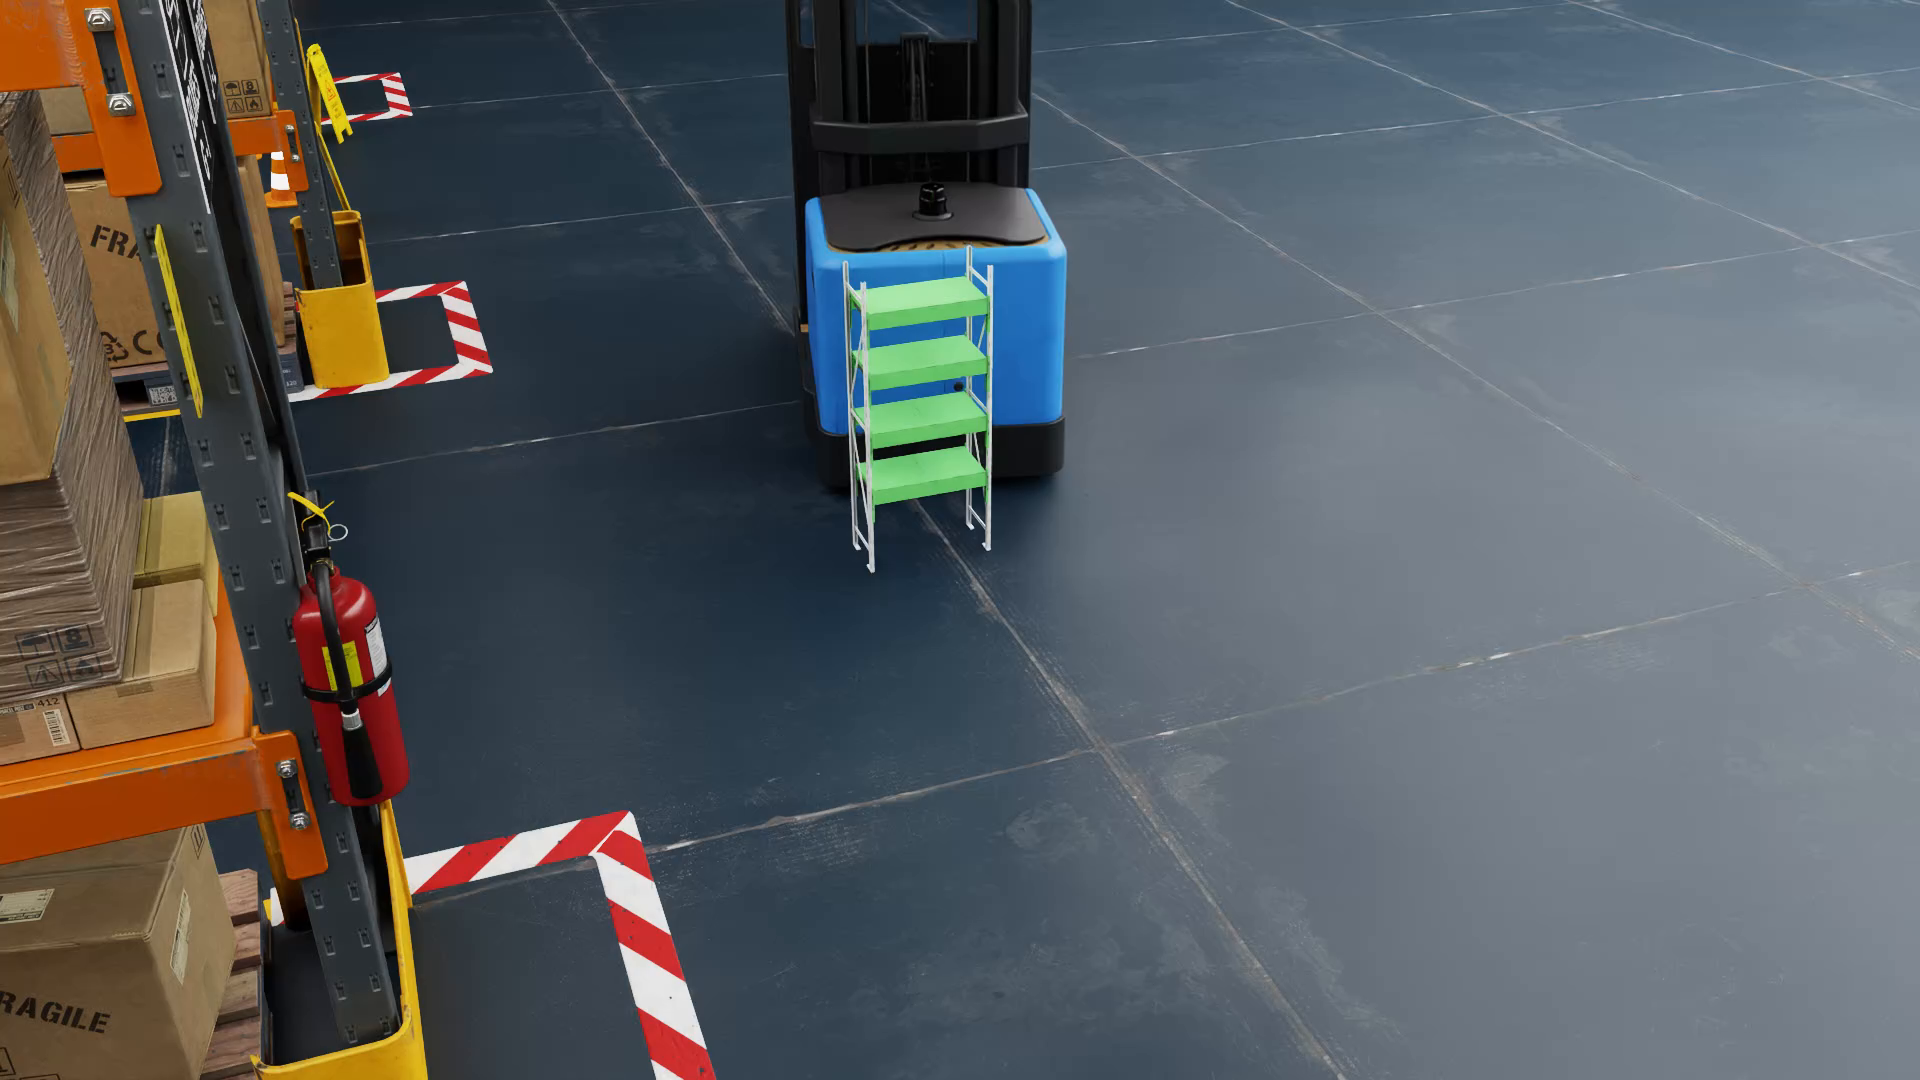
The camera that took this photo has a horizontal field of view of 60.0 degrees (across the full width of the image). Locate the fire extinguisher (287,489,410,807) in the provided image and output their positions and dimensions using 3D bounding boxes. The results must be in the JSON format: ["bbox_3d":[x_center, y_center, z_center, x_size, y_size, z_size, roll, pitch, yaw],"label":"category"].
[{"bbox_3d":[-1.265,0.229,3.395,0.183,0.674,0.296,-10,31,-18],"label":"fire extinguisher"}]

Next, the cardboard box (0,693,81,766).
[{"bbox_3d":[-1.962,0.299,3.449,0.250,0.149,0.380,-10,31,-18],"label":"cardboard box"}]

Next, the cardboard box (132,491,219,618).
[{"bbox_3d":[-1.883,0.049,3.887,0.250,0.149,0.380,-10,31,-18],"label":"cardboard box"}]

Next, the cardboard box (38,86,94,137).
[{"bbox_3d":[-4.007,-2.192,7.416,0.550,0.550,0.875,-10,31,-18],"label":"cardboard box"}]

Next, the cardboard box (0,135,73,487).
[{"bbox_3d":[-1.962,-0.396,3.003,0.500,0.500,0.500,-10,31,-18],"label":"cardboard box"}]

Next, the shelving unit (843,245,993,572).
[{"bbox_3d":[-0.155,-0.493,6.403,0.503,1.200,0.258,-10,31,-18],"label":"shelving unit"}]

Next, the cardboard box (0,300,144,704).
[{"bbox_3d":[-2.058,-0.089,3.474,0.500,0.500,0.875,-10,31,-18],"label":"cardboard box"}]

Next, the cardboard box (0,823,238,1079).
[{"bbox_3d":[-2.124,1.005,4.056,0.500,0.500,0.500,-5,30,-8],"label":"cardboard box"}]

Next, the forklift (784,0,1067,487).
[{"bbox_3d":[-0.258,-2.204,7.658,1.130,2.935,3.031,-4,30,-7],"label":"forklift"}]

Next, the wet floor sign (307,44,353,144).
[{"bbox_3d":[-4.437,-3.109,11.556,0.232,0.644,0.267,0,30,0],"label":"wet floor sign"}]

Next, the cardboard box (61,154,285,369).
[{"bbox_3d":[-3.780,-1.428,7.949,0.875,0.875,0.875,-10,31,-17],"label":"cardboard box"}]

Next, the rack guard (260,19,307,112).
[{"bbox_3d":[-5.059,-3.497,12.383,0.348,0.500,1.175,-10,31,-18],"label":"rack guard"}]

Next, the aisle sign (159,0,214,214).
[{"bbox_3d":[-1.370,-0.999,2.848,0.004,0.787,0.394,-10,31,-18],"label":"aisle sign"}]

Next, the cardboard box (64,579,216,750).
[{"bbox_3d":[-1.728,0.256,3.525,0.250,0.149,0.380,-10,31,-18],"label":"cardboard box"}]

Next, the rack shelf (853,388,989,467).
[{"bbox_3d":[-0.155,-0.437,6.434,0.480,0.148,0.258,-10,31,-18],"label":"rack shelf"}]

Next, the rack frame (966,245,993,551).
[{"bbox_3d":[0.074,-0.535,6.477,0.015,1.200,0.240,-10,31,-18],"label":"rack frame"}]

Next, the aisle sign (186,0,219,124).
[{"bbox_3d":[-1.579,-1.278,3.336,0.004,0.787,0.394,-10,31,-18],"label":"aisle sign"}]

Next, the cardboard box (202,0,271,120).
[{"bbox_3d":[-3.499,-2.297,7.600,0.550,0.550,0.875,-10,31,-18],"label":"cardboard box"}]

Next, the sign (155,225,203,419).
[{"bbox_3d":[-1.358,-0.378,2.894,0.005,0.325,0.100,-10,31,-18],"label":"sign"}]

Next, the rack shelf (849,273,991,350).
[{"bbox_3d":[-0.155,-0.854,6.197,0.480,0.148,0.258,-10,31,-18],"label":"rack shelf"}]

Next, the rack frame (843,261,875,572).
[{"bbox_3d":[-0.384,-0.451,6.329,0.015,1.200,0.240,-10,31,-18],"label":"rack frame"}]

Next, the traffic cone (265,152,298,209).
[{"bbox_3d":[-4.236,-2.365,10.433,0.334,0.463,0.336,-10,31,-18],"label":"traffic cone"}]

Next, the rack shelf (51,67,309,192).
[{"bbox_3d":[-5.042,-1.659,7.359,4.000,0.370,1.077,-10,31,-18],"label":"rack shelf"}]

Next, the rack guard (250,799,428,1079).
[{"bbox_3d":[-1.604,1.101,4.313,0.348,0.500,1.175,-10,31,-18],"label":"rack guard"}]

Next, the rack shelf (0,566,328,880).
[{"bbox_3d":[-3.407,0.660,3.289,4.000,0.370,1.077,-10,31,-18],"label":"rack shelf"}]

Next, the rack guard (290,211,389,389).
[{"bbox_3d":[-3.145,-1.235,8.413,0.348,0.500,1.175,-10,31,-18],"label":"rack guard"}]

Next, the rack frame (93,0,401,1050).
[{"bbox_3d":[-1.533,0.002,3.717,0.127,3.000,1.000,-10,31,-18],"label":"rack frame"}]

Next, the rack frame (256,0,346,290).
[{"bbox_3d":[-3.167,-2.317,7.787,0.127,3.000,1.000,-10,31,-18],"label":"rack frame"}]

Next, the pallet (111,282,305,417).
[{"bbox_3d":[-3.890,-0.931,8.171,1.213,0.211,1.003,-10,31,-18],"label":"pallet"}]

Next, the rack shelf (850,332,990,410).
[{"bbox_3d":[-0.155,-0.646,6.316,0.480,0.148,0.258,-10,31,-18],"label":"rack shelf"}]

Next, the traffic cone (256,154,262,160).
[{"bbox_3d":[-4.941,-2.821,11.234,0.334,0.463,0.336,-10,31,-18],"label":"traffic cone"}]

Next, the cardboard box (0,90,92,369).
[{"bbox_3d":[-2.143,-0.637,3.426,0.500,0.500,0.500,-10,31,-18],"label":"cardboard box"}]

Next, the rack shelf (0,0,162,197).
[{"bbox_3d":[-3.407,-0.644,2.546,4.000,0.370,1.077,-10,31,-18],"label":"rack shelf"}]

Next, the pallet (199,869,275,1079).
[{"bbox_3d":[-2.378,1.350,4.167,1.213,0.211,1.003,-10,31,-18],"label":"pallet"}]

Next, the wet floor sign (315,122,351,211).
[{"bbox_3d":[-3.831,-2.218,9.991,0.232,0.644,0.267,-16,33,-26],"label":"wet floor sign"}]

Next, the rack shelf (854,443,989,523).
[{"bbox_3d":[-0.155,-0.229,6.553,0.480,0.148,0.258,-10,31,-18],"label":"rack shelf"}]
